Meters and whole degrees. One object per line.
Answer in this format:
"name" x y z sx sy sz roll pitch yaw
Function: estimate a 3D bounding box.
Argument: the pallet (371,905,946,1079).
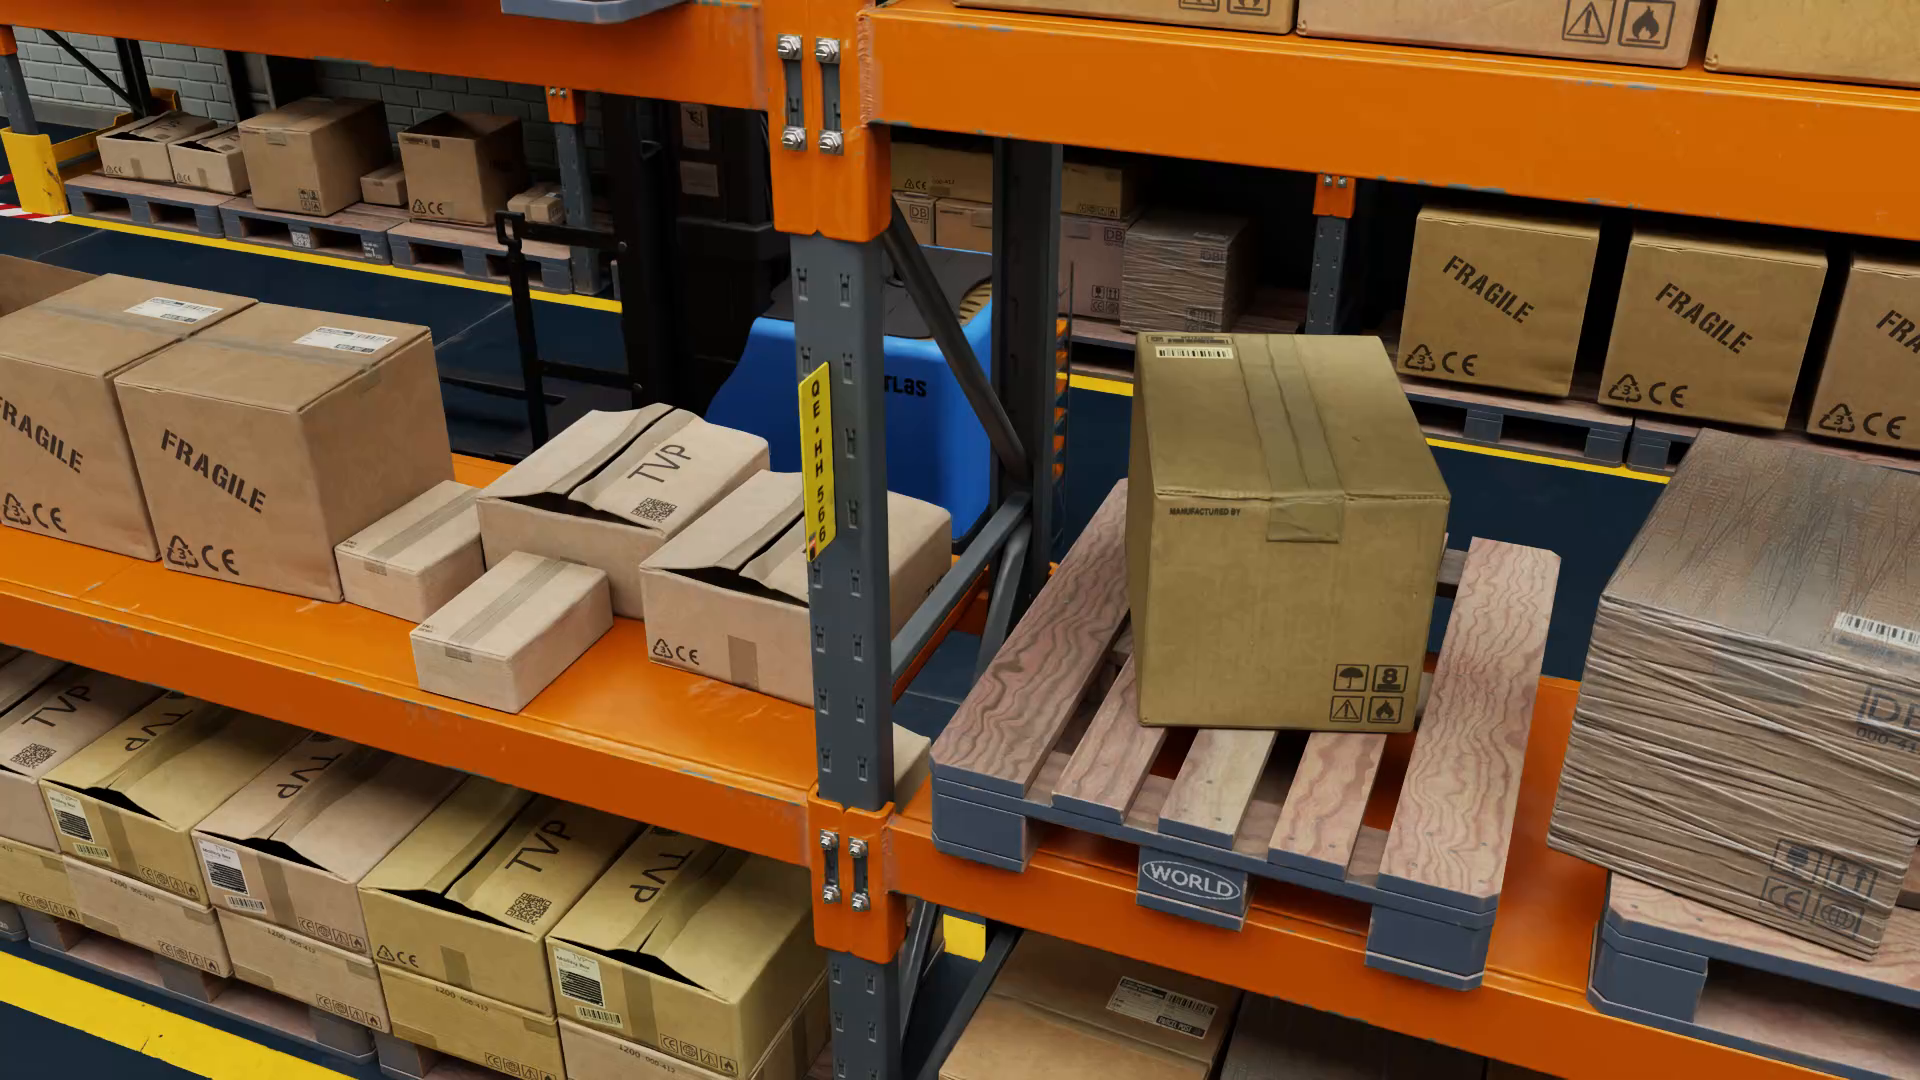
"pallet" -0.777 1.168 4.469 1.213 0.211 1.003 11 31 19

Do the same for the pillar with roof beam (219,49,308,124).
"pillar with roof beam" -6.228 -4.529 5.617 0.400 9.000 9.100 11 31 19

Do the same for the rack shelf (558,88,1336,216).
"rack shelf" -0.023 -2.192 8.311 4.000 0.370 1.077 11 31 19

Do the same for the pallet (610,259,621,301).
"pallet" -1.155 -1.518 9.221 1.213 0.211 1.003 11 31 19

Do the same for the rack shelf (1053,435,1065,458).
"rack shelf" 0.291 -0.325 6.440 0.180 0.103 0.258 11 31 18

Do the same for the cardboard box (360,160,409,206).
"cardboard box" -3.351 -2.131 9.921 0.250 0.149 0.380 9 31 15

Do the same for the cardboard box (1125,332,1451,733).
"cardboard box" 0.597 -0.037 3.239 0.500 0.500 0.700 1 30 2

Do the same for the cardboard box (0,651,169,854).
"cardboard box" -2.504 0.535 4.554 0.500 0.311 0.500 10 31 17

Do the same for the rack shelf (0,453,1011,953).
"rack shelf" -1.882 0.067 4.313 4.000 0.370 1.077 11 31 19

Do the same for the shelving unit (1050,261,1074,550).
"shelving unit" 0.291 -0.468 6.359 0.189 1.200 0.258 11 31 18

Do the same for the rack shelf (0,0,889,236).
"rack shelf" -1.882 -1.238 3.575 4.000 0.370 1.077 11 31 19

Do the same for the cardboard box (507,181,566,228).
"cardboard box" -2.384 -1.919 9.528 0.250 0.166 0.380 7 30 13

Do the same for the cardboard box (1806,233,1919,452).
"cardboard box" 4.060 -0.866 6.992 0.750 0.750 0.750 12 32 21

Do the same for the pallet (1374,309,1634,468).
"pallet" 2.532 -0.741 7.846 1.213 0.211 1.003 11 31 19

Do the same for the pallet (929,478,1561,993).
"pallet" 0.625 0.301 3.364 1.003 0.211 1.213 11 31 19

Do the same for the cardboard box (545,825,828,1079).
"cardboard box" -0.607 0.910 3.890 0.500 0.311 0.500 12 32 20

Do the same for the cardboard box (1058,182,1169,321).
"cardboard box" 0.709 -1.496 8.442 0.500 0.500 0.700 11 31 19

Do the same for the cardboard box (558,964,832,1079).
"cardboard box" -0.608 1.152 4.030 0.500 0.250 0.500 12 32 20

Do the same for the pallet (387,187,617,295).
"pallet" -2.512 -1.769 9.666 1.213 0.211 1.003 11 31 19

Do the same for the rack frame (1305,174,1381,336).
"rack frame" 1.830 -2.135 7.479 0.127 3.000 1.000 11 31 19

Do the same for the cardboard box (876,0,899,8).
"cardboard box" -0.281 -2.786 8.082 0.500 0.500 0.700 16 33 26

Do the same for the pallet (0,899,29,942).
"pallet" -3.038 0.717 5.267 1.213 0.211 1.003 11 31 19

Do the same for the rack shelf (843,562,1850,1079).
"rack shelf" 1.824 0.807 3.004 4.000 0.370 1.077 11 31 19

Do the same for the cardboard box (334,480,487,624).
"cardboard box" -1.232 0.023 3.916 0.250 0.149 0.380 14 32 23

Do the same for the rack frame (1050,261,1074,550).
"rack frame" 0.376 -0.453 6.331 0.006 1.200 0.240 11 31 18

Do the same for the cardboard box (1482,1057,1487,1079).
"cardboard box" 1.405 1.183 3.702 0.500 0.500 0.500 10 31 17

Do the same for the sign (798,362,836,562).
"sign" -0.235 -0.126 2.748 0.005 0.325 0.100 11 31 19

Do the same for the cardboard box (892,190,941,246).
"cardboard box" -0.233 -1.664 8.739 0.500 0.500 0.700 12 32 20

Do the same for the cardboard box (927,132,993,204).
"cardboard box" 0.160 -1.901 8.396 0.500 0.250 0.500 11 31 19

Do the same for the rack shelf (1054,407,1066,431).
"rack shelf" 0.291 -0.430 6.381 0.180 0.103 0.258 11 31 18

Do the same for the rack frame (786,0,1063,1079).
"rack frame" -0.029 0.124 3.482 0.127 3.000 1.000 11 31 19

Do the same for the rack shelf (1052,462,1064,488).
"rack shelf" 0.291 -0.221 6.499 0.180 0.103 0.258 11 31 18

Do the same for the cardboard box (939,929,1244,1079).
"cardboard box" 0.285 1.235 3.609 0.500 0.500 0.500 13 32 21

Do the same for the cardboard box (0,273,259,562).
"cardboard box" -2.078 -0.320 4.166 0.500 0.500 0.500 11 31 19

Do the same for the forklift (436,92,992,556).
"forklift" -1.235 -1.480 6.390 3.031 2.935 1.130 11 31 18

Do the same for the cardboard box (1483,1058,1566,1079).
"cardboard box" 1.235 1.425 3.274 0.500 0.500 0.500 11 31 18

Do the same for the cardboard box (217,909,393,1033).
"cardboard box" -1.552 0.964 4.363 0.500 0.250 0.500 12 32 20

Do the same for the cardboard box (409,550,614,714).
"cardboard box" -0.966 0.193 3.615 0.250 0.149 0.380 11 31 19

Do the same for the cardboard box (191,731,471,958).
"cardboard box" -1.558 0.722 4.222 0.500 0.311 0.500 11 31 19

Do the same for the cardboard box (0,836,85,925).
"cardboard box" -2.501 0.776 4.697 0.500 0.250 0.500 10 31 18

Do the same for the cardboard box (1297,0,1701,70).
"cardboard box" 0.860 -1.065 2.437 0.500 0.500 0.910 11 31 19

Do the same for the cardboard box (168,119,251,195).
"cardboard box" -4.448 -2.362 10.165 0.500 0.311 0.500 14 32 23

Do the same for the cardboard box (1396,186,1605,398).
"cardboard box" 2.462 -1.186 7.558 0.750 0.750 0.750 11 31 18

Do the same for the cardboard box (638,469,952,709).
"cardboard box" -0.350 0.076 3.658 0.500 0.311 0.500 13 32 22
